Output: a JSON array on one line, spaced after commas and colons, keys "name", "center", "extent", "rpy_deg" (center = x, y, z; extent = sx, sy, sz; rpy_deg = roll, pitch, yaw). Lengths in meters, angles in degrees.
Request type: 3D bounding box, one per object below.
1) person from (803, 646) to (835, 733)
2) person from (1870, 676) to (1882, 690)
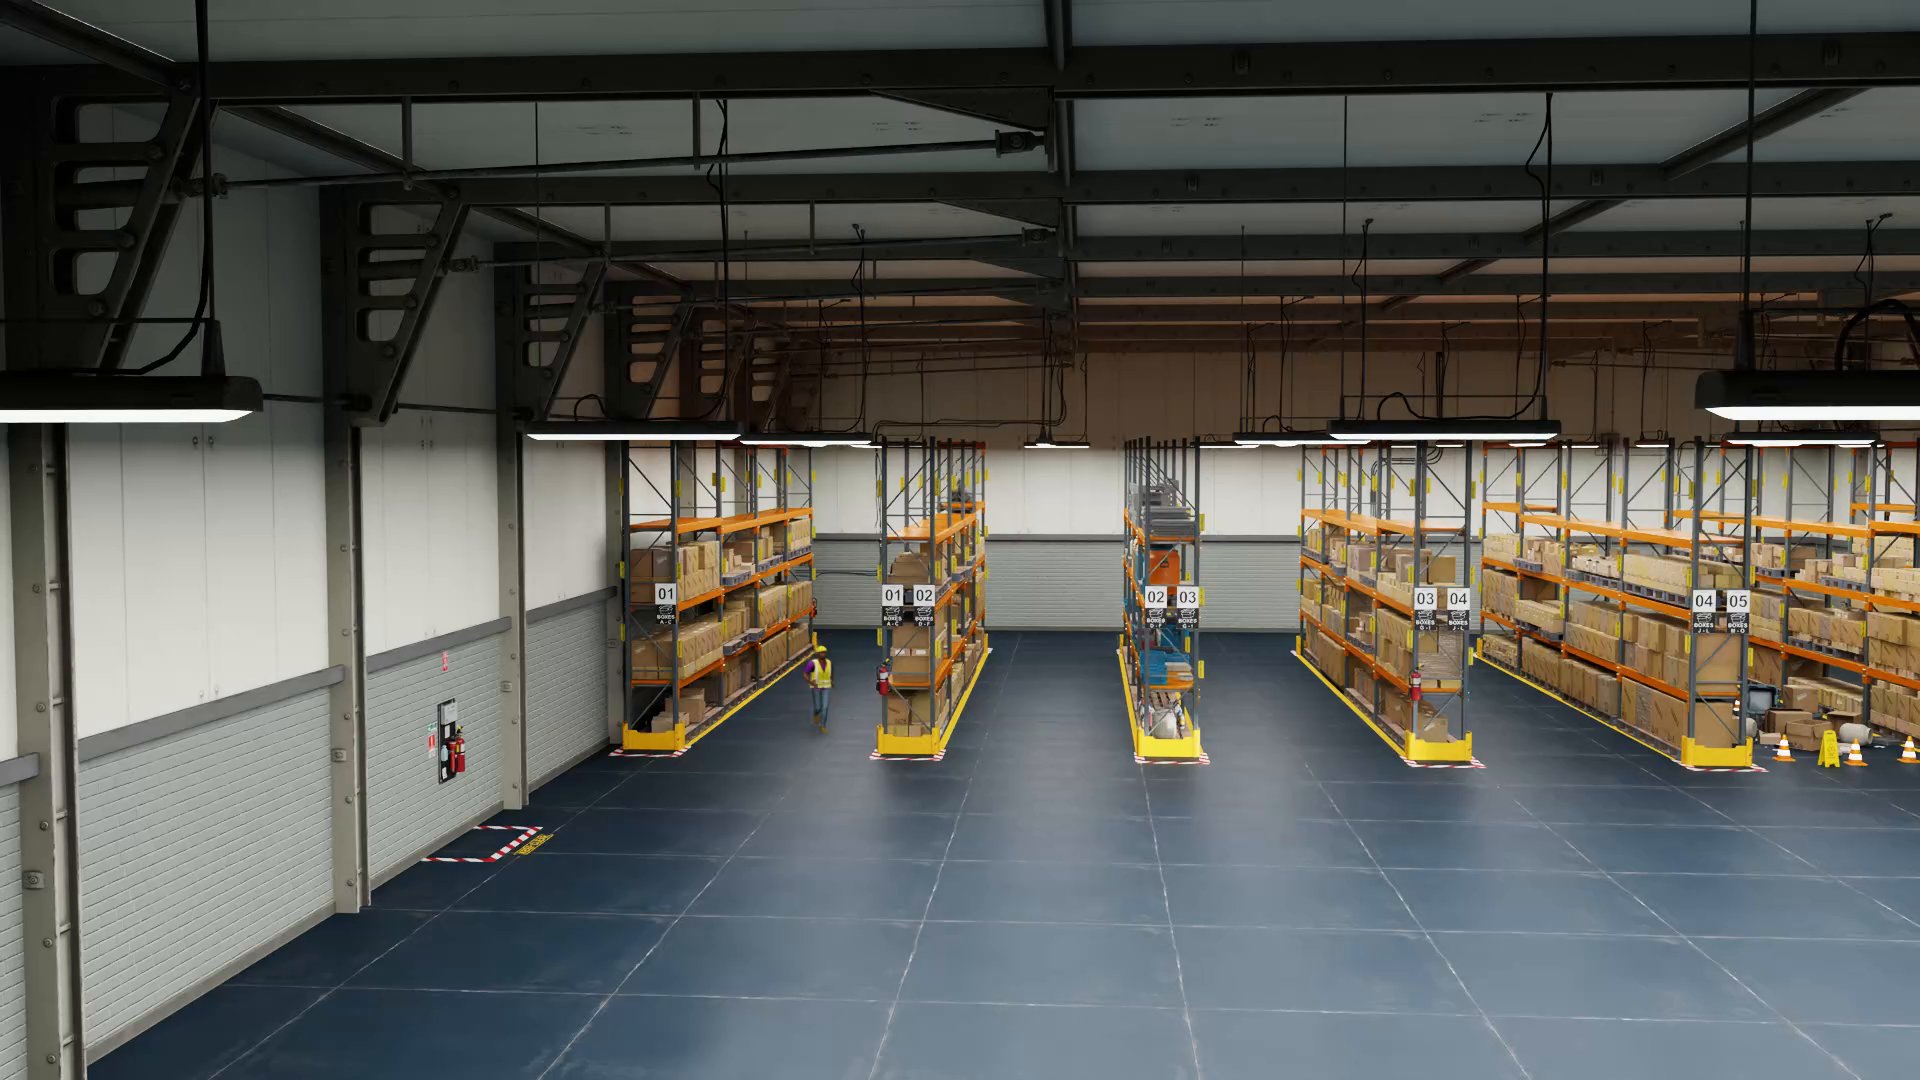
[{"name": "person", "center": [-2.864, 3.040, 34.049], "extent": [0.692, 1.751, 0.713], "rpy_deg": [-1, 3, -22]}, {"name": "person", "center": [21.182, 2.875, 38.266], "extent": [0.588, 1.668, 0.796], "rpy_deg": [0, 3, -2]}]
